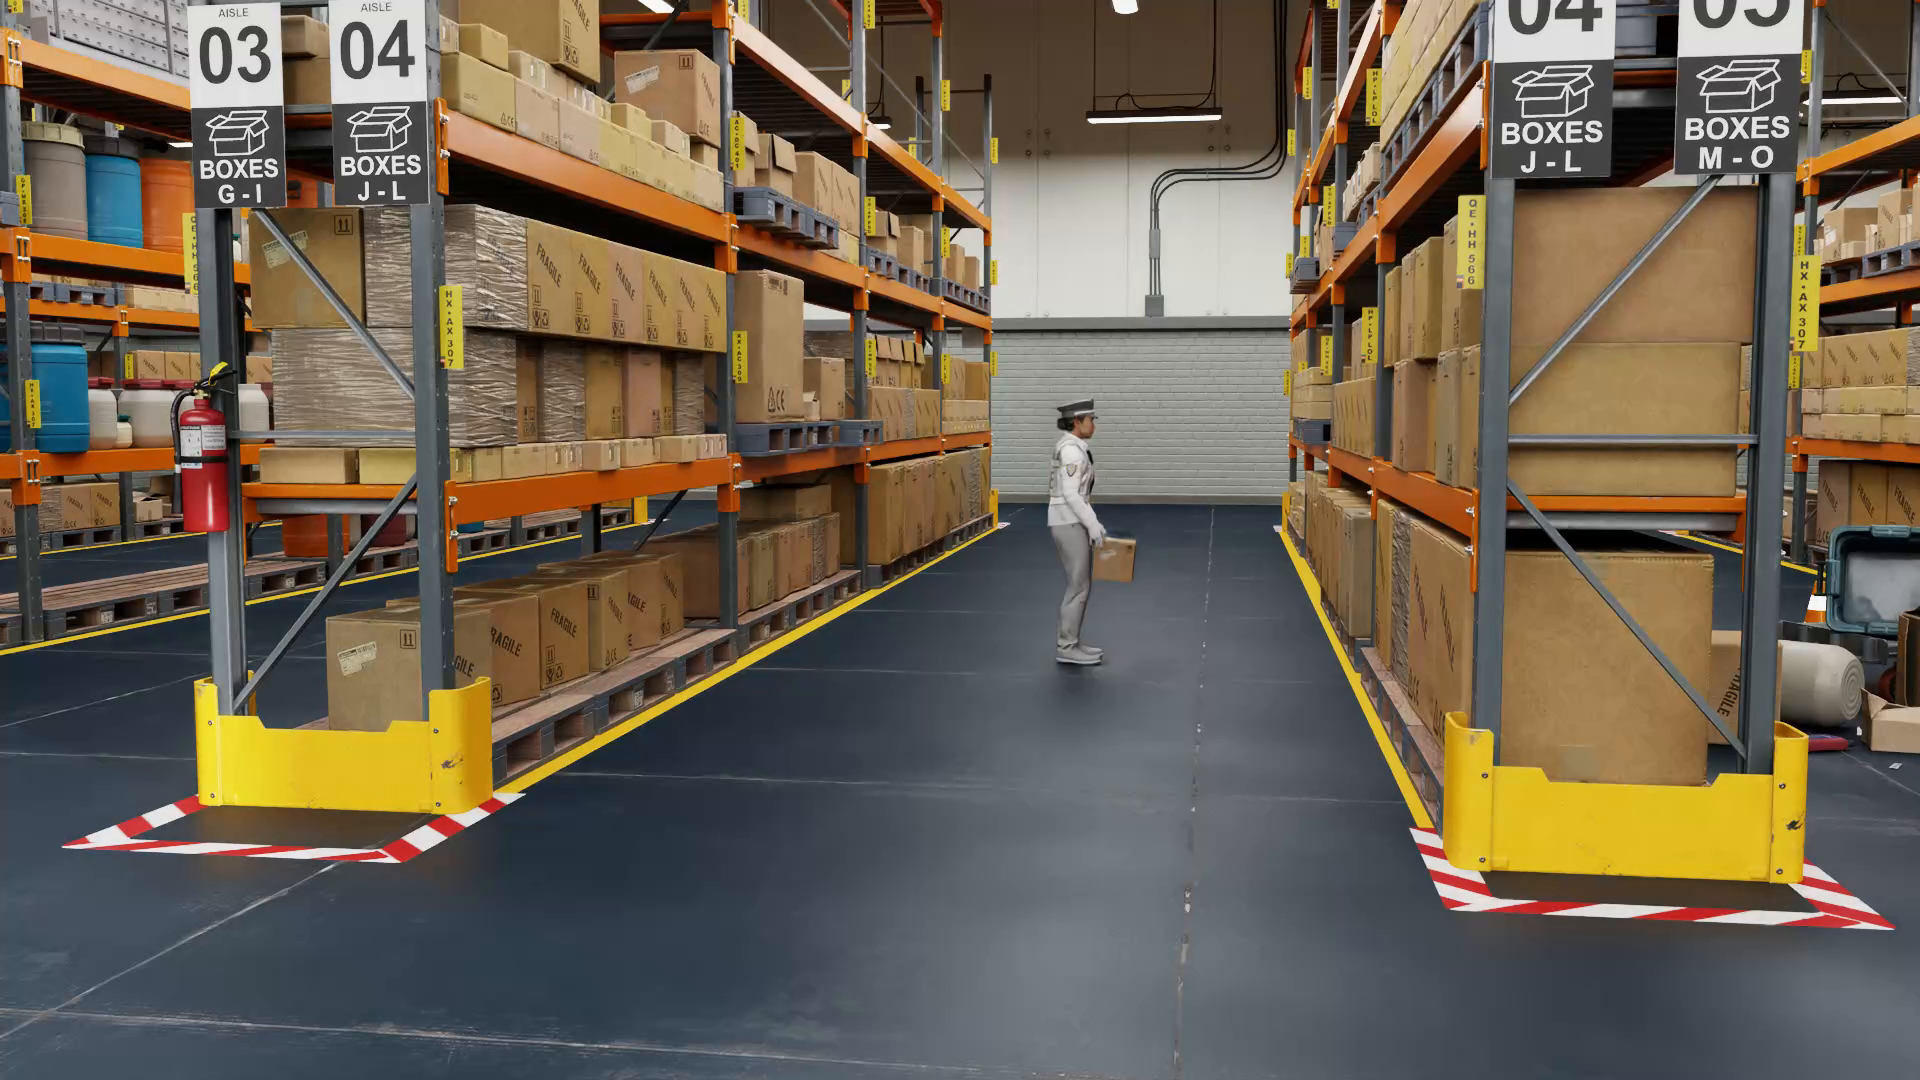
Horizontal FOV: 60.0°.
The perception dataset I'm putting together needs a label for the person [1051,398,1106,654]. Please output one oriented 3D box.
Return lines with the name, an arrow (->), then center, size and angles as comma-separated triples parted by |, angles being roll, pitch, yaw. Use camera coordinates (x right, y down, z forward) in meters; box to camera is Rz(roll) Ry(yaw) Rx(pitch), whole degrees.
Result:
person -> 0.756, -0.097, 10.605 | 0.343, 1.616, 0.428 | 1, 5, 7
